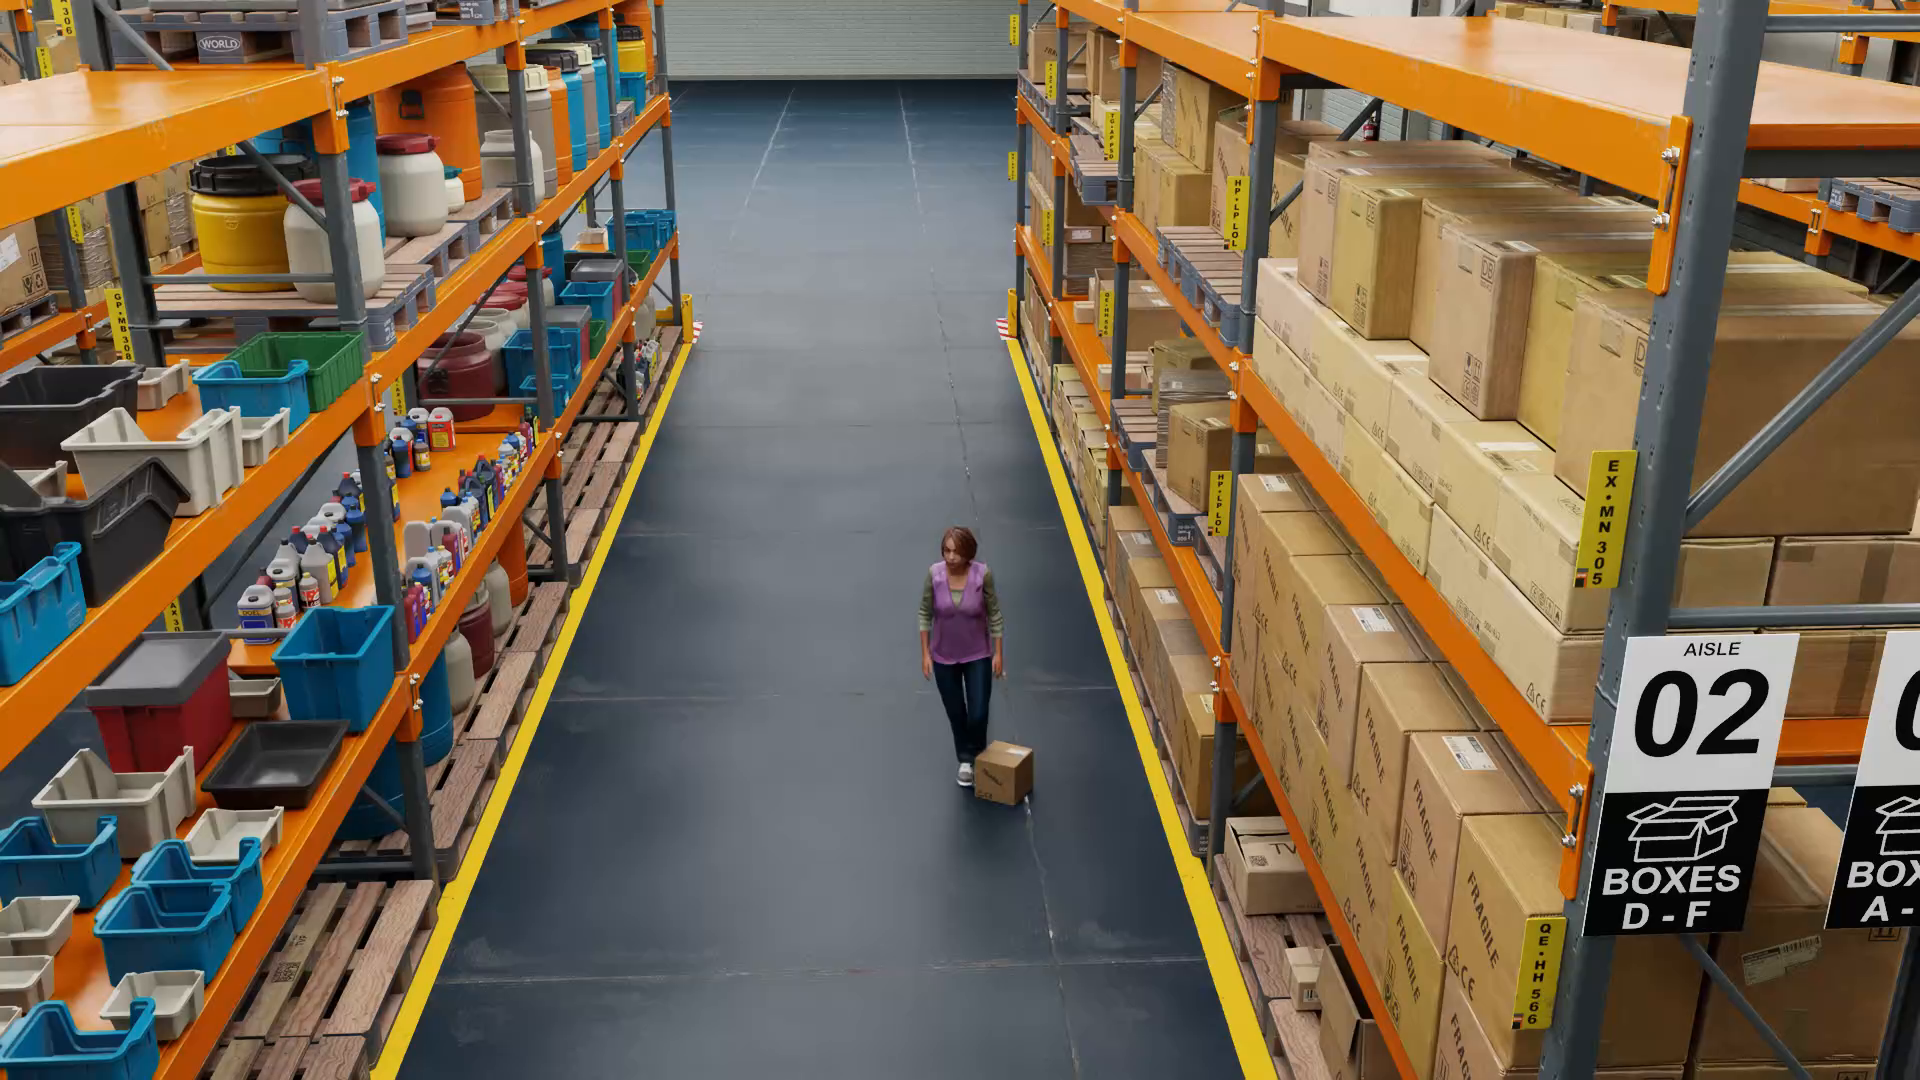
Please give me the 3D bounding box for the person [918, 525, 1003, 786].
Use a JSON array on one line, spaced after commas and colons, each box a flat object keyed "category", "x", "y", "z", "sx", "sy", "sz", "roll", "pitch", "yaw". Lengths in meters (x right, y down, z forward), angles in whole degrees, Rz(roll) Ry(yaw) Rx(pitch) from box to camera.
[{"category": "person", "x": 0.003, "y": 0.675, "z": 9.316, "sx": 0.479, "sy": 1.562, "sz": 0.444, "roll": 2, "pitch": 21, "yaw": 6}]
